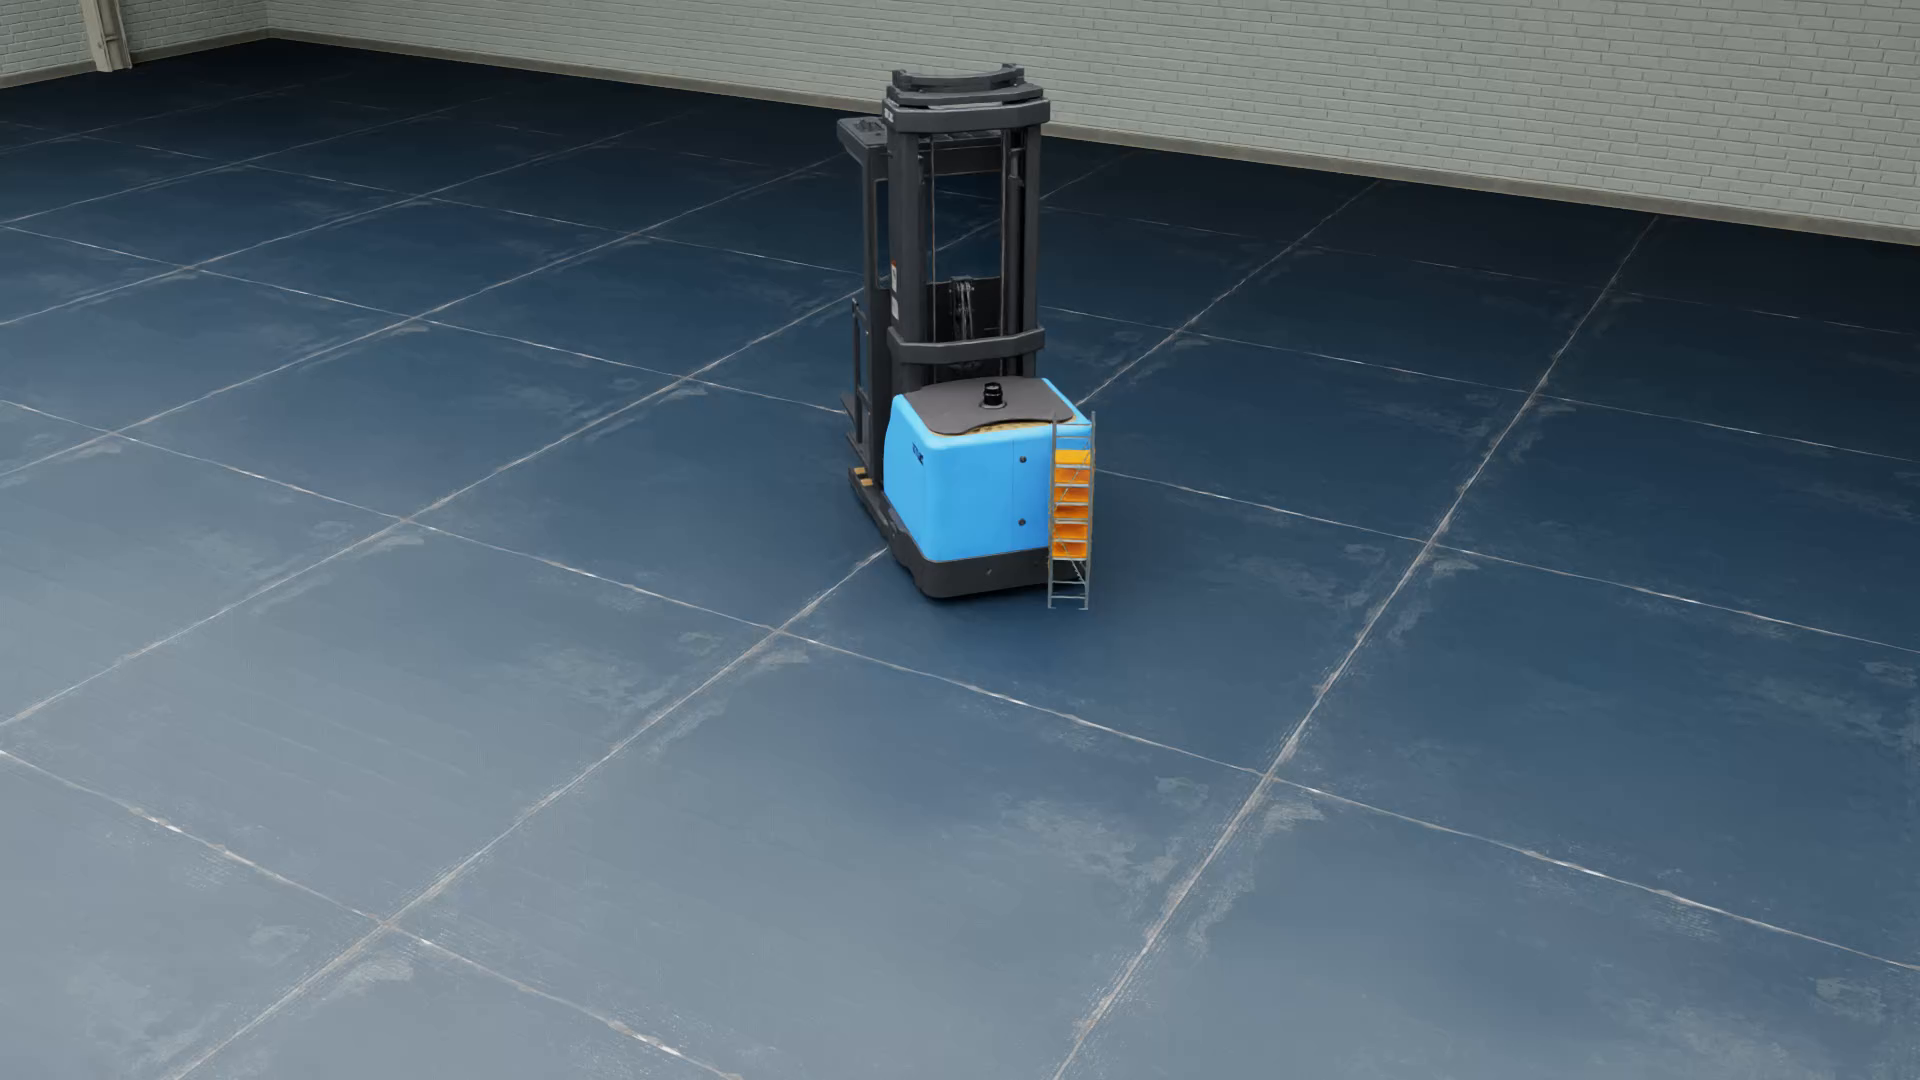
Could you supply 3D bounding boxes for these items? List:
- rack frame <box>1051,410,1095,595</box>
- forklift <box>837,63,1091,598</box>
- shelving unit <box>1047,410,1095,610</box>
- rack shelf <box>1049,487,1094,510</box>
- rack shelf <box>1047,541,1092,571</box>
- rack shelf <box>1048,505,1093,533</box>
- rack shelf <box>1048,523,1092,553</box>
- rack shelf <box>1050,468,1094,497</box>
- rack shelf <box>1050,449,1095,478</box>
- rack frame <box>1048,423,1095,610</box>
[{"bbox_3d":[0.656,-0.205,9.815,0.240,1.200,0.006,2,27,4],"label":"rack frame"},{"bbox_3d":[-0.132,-1.606,10.684,1.130,2.935,3.031,-8,28,-15],"label":"forklift"},{"bbox_3d":[0.649,-0.163,9.734,0.258,1.200,0.189,2,27,4],"label":"shelving unit"},{"bbox_3d":[0.649,-0.231,9.700,0.258,0.103,0.180,2,27,4],"label":"rack shelf"},{"bbox_3d":[0.649,0.090,9.863,0.258,0.103,0.180,2,27,4],"label":"rack shelf"},{"bbox_3d":[0.649,-0.124,9.754,0.258,0.103,0.180,2,27,4],"label":"rack shelf"},{"bbox_3d":[0.649,-0.017,9.809,0.258,0.103,0.180,2,27,4],"label":"rack shelf"},{"bbox_3d":[0.649,-0.337,9.645,0.258,0.103,0.180,2,27,4],"label":"rack shelf"},{"bbox_3d":[0.649,-0.444,9.590,0.258,0.103,0.180,2,27,4],"label":"rack shelf"},{"bbox_3d":[0.642,-0.122,9.653,0.240,1.200,0.006,2,27,4],"label":"rack frame"}]
